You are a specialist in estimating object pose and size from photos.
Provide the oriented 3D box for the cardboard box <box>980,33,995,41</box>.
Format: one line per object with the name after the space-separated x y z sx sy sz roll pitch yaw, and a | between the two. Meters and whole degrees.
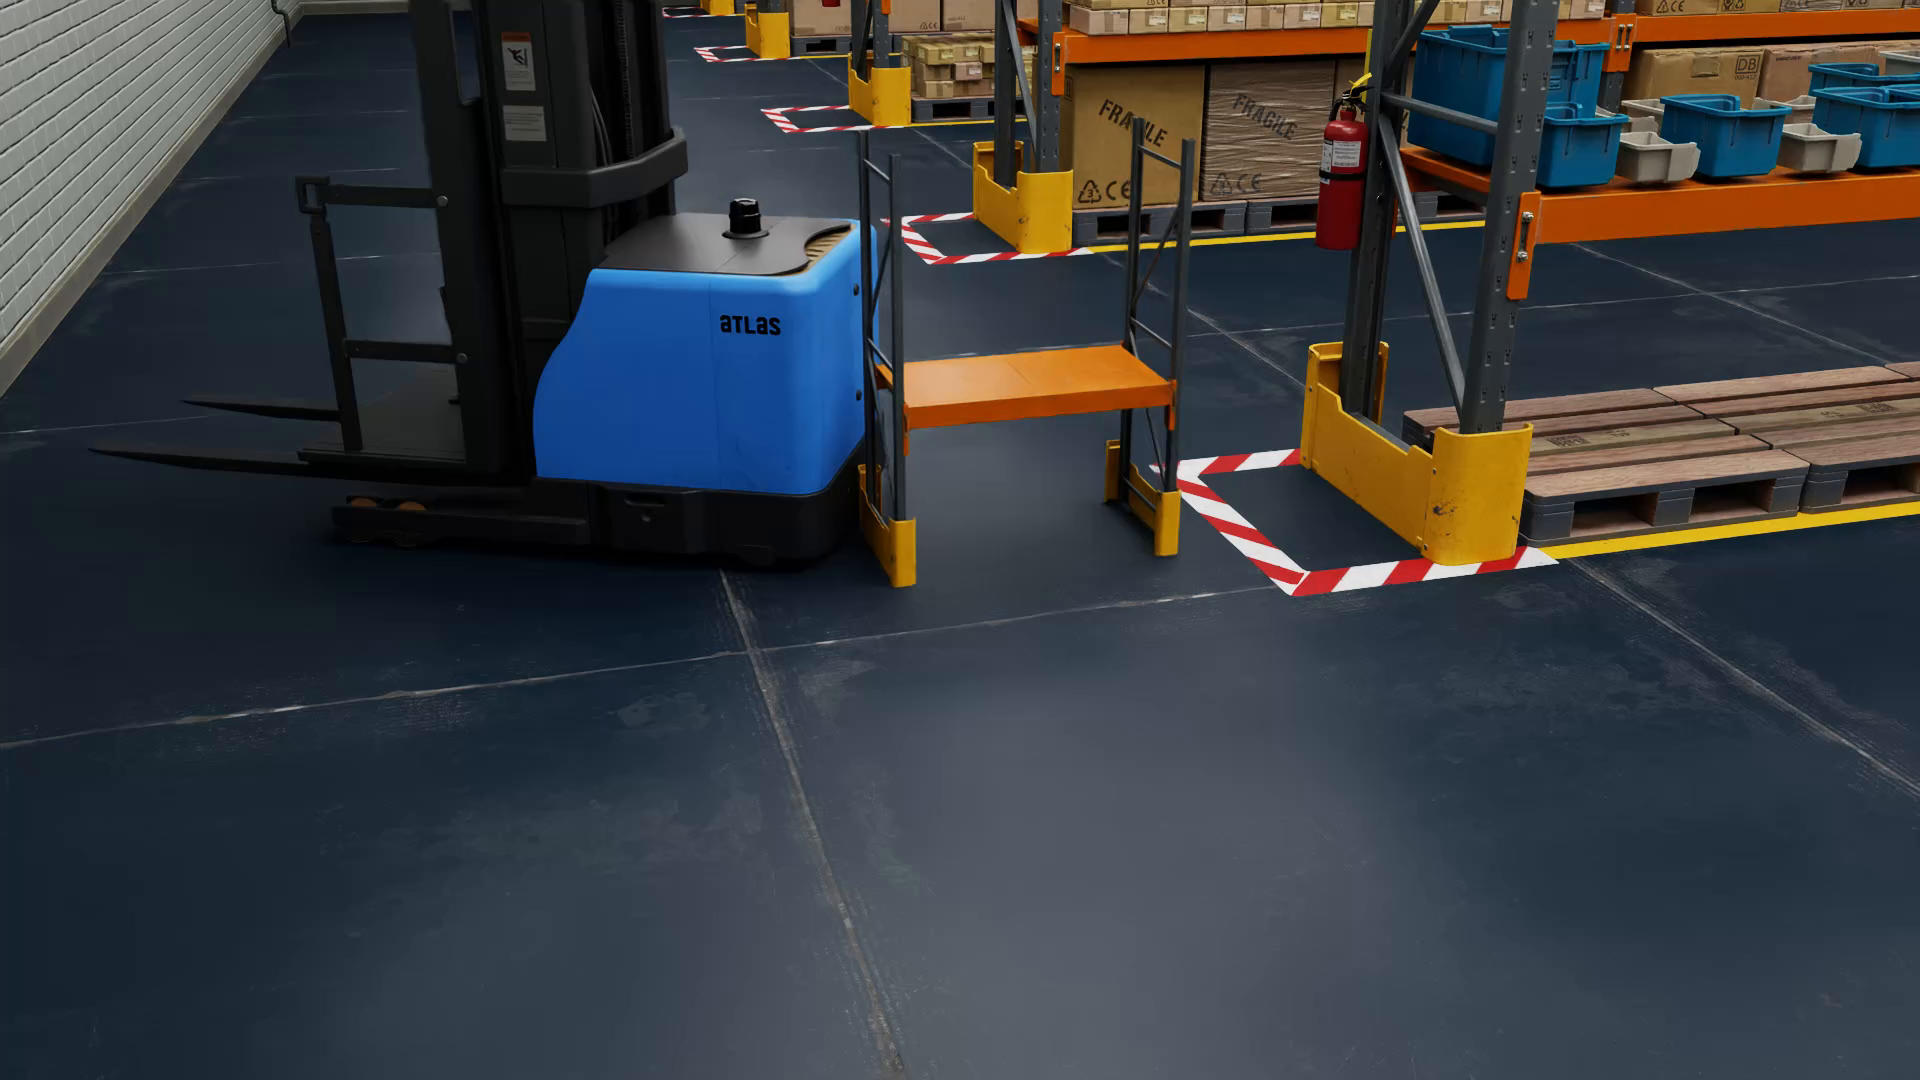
0.359 -4.693 15.711 0.250 0.149 0.380 -7 24 -16 | cardboard box

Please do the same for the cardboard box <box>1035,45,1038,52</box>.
0.771 -4.520 15.308 0.250 0.149 0.380 -5 24 -12 | cardboard box

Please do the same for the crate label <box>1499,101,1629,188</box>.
2.086 -1.377 5.792 0.303 0.233 0.416 -6 24 -14 | crate label

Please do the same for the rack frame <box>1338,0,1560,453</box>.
1.759 -1.525 6.001 0.127 3.000 1.000 -6 24 -14 | rack frame

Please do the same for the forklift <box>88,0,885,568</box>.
-1.873 -1.519 6.072 3.031 2.935 1.130 4 24 10 | forklift

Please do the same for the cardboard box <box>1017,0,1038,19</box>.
0.962 -6.584 20.506 0.875 0.438 0.875 -7 24 -15 | cardboard box

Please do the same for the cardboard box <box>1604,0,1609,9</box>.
4.649 -4.031 11.714 0.500 0.500 0.500 -6 24 -14 | cardboard box

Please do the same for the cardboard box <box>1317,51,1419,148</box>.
2.749 -2.913 11.396 0.875 0.875 0.875 -6 24 -14 | cardboard box

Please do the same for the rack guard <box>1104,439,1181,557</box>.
0.688 -0.167 6.323 0.087 0.250 0.587 -6 24 -15 | rack guard

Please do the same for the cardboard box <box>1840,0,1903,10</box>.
6.245 -3.996 11.632 0.500 0.500 0.500 -6 24 -13 | cardboard box

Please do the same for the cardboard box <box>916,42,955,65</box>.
-0.225 -4.383 14.989 0.250 0.149 0.380 -7 24 -17 | cardboard box

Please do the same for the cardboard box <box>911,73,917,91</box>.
-0.371 -4.318 15.592 0.250 0.149 0.380 -6 24 -13 | cardboard box

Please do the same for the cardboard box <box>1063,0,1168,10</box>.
0.956 -3.422 10.235 0.500 0.250 0.500 -7 24 -16 | cardboard box

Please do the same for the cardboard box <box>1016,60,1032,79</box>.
0.519 -4.331 15.245 0.250 0.149 0.380 -6 24 -13 | cardboard box

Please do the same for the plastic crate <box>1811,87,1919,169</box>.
3.353 -1.518 6.119 0.300 0.233 0.416 -6 24 -14 | plastic crate

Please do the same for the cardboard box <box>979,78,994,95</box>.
0.237 -4.205 15.328 0.250 0.149 0.380 -6 24 -14 | cardboard box

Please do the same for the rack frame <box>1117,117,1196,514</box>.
0.707 -0.744 6.081 0.032 1.500 0.500 -6 24 -15 | rack frame

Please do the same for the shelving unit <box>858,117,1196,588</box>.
0.209 -0.688 5.951 1.083 1.500 0.587 -6 24 -15 | shelving unit

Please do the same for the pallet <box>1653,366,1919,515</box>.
3.736 -0.446 7.021 1.213 0.211 1.003 -6 24 -14 | pallet

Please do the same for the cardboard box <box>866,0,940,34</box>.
-0.769 -6.393 20.061 0.875 0.438 0.875 -6 24 -13 | cardboard box

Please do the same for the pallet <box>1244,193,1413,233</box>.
2.342 -2.368 11.500 1.213 0.211 1.003 -6 24 -14 | pallet

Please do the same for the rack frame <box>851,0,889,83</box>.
-0.822 -5.300 14.797 0.127 3.000 1.000 -6 24 -14 | rack frame

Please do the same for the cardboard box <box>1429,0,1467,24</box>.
3.076 -3.450 10.804 0.250 0.149 0.380 -6 24 -13 | cardboard box

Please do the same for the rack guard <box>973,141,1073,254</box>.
0.398 -2.255 10.870 0.348 0.500 1.175 -6 24 -14 | rack guard

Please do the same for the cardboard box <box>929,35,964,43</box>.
-0.123 -4.613 15.526 0.250 0.149 0.380 -6 24 -13 | cardboard box

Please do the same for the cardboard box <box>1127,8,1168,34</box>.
1.099 -3.231 10.294 0.250 0.149 0.380 -7 24 -15 | cardboard box

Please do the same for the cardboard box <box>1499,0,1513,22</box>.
3.572 -3.505 10.933 0.250 0.149 0.380 -7 24 -15 | cardboard box

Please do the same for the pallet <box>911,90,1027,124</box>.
0.043 -4.099 15.536 1.213 0.211 1.003 -6 24 -14 | pallet

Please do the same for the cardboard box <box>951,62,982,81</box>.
0.031 -4.285 15.139 0.250 0.149 0.380 -6 24 -15 | cardboard box

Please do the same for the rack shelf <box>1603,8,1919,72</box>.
6.198 -3.714 12.015 4.000 0.370 1.077 -6 24 -14 | rack shelf

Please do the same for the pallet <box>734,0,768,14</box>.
-2.760 -7.864 24.310 1.213 0.211 1.003 -6 24 -14 | pallet

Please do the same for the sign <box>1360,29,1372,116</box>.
1.595 -1.807 6.451 0.005 0.325 0.100 -6 24 -14 | sign

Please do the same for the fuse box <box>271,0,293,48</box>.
-8.106 -6.780 19.880 0.414 1.711 0.539 -6 24 -14 | fuse box

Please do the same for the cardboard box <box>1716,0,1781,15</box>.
5.266 -3.886 11.375 0.500 0.500 0.500 -6 24 -14 | cardboard box

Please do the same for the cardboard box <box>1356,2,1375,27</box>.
2.585 -3.396 10.679 0.250 0.149 0.380 -6 24 -14 | cardboard box

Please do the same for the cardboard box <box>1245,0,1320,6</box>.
1.940 -3.532 10.491 0.500 0.250 0.500 -7 24 -16 | cardboard box

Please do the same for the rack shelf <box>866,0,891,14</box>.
1.104 -5.182 15.435 4.000 0.370 1.077 -6 24 -14 | rack shelf

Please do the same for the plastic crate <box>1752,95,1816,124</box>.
3.320 -1.690 6.644 0.250 0.136 0.298 -6 24 -14 | plastic crate

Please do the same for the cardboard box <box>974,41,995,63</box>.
0.285 -4.436 15.113 0.250 0.149 0.380 -6 24 -15 | cardboard box

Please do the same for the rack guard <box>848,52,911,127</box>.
-0.748 -4.159 15.309 0.348 0.500 1.175 -6 24 -14 | rack guard

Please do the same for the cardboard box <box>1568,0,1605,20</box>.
4.067 -3.560 11.060 0.250 0.149 0.380 -6 24 -14 | cardboard box

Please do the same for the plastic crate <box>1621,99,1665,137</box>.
2.778 -1.613 6.463 0.243 0.136 0.396 -6 24 -14 | plastic crate

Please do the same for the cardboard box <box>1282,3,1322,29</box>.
2.089 -3.341 10.550 0.250 0.149 0.380 -7 24 -15 | cardboard box

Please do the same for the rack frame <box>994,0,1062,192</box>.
0.421 -3.406 10.383 0.127 3.000 1.000 -6 24 -14 | rack frame

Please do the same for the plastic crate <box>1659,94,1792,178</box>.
2.719 -1.447 5.956 0.300 0.233 0.416 -6 24 -14 | plastic crate

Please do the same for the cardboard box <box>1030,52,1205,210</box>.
1.016 -2.721 10.949 0.875 0.875 0.875 -6 24 -14 | cardboard box

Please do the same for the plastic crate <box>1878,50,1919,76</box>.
4.090 -1.832 6.789 0.530 0.282 0.437 -6 24 -14 | plastic crate

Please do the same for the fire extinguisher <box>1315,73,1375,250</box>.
1.491 -1.475 6.454 0.183 0.674 0.296 -6 24 -14 | fire extinguisher

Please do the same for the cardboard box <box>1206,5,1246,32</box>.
1.596 -3.286 10.424 0.250 0.149 0.380 -7 24 -15 | cardboard box

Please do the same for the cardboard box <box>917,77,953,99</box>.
-0.231 -4.117 15.123 0.250 0.149 0.380 -6 24 -13 | cardboard box

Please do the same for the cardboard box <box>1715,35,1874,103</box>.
5.743 -3.220 12.112 0.875 0.875 1.225 -7 24 -16 | cardboard box

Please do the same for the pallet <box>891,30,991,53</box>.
-0.335 -6.130 20.269 1.213 0.211 1.003 -6 24 -14 | pallet
